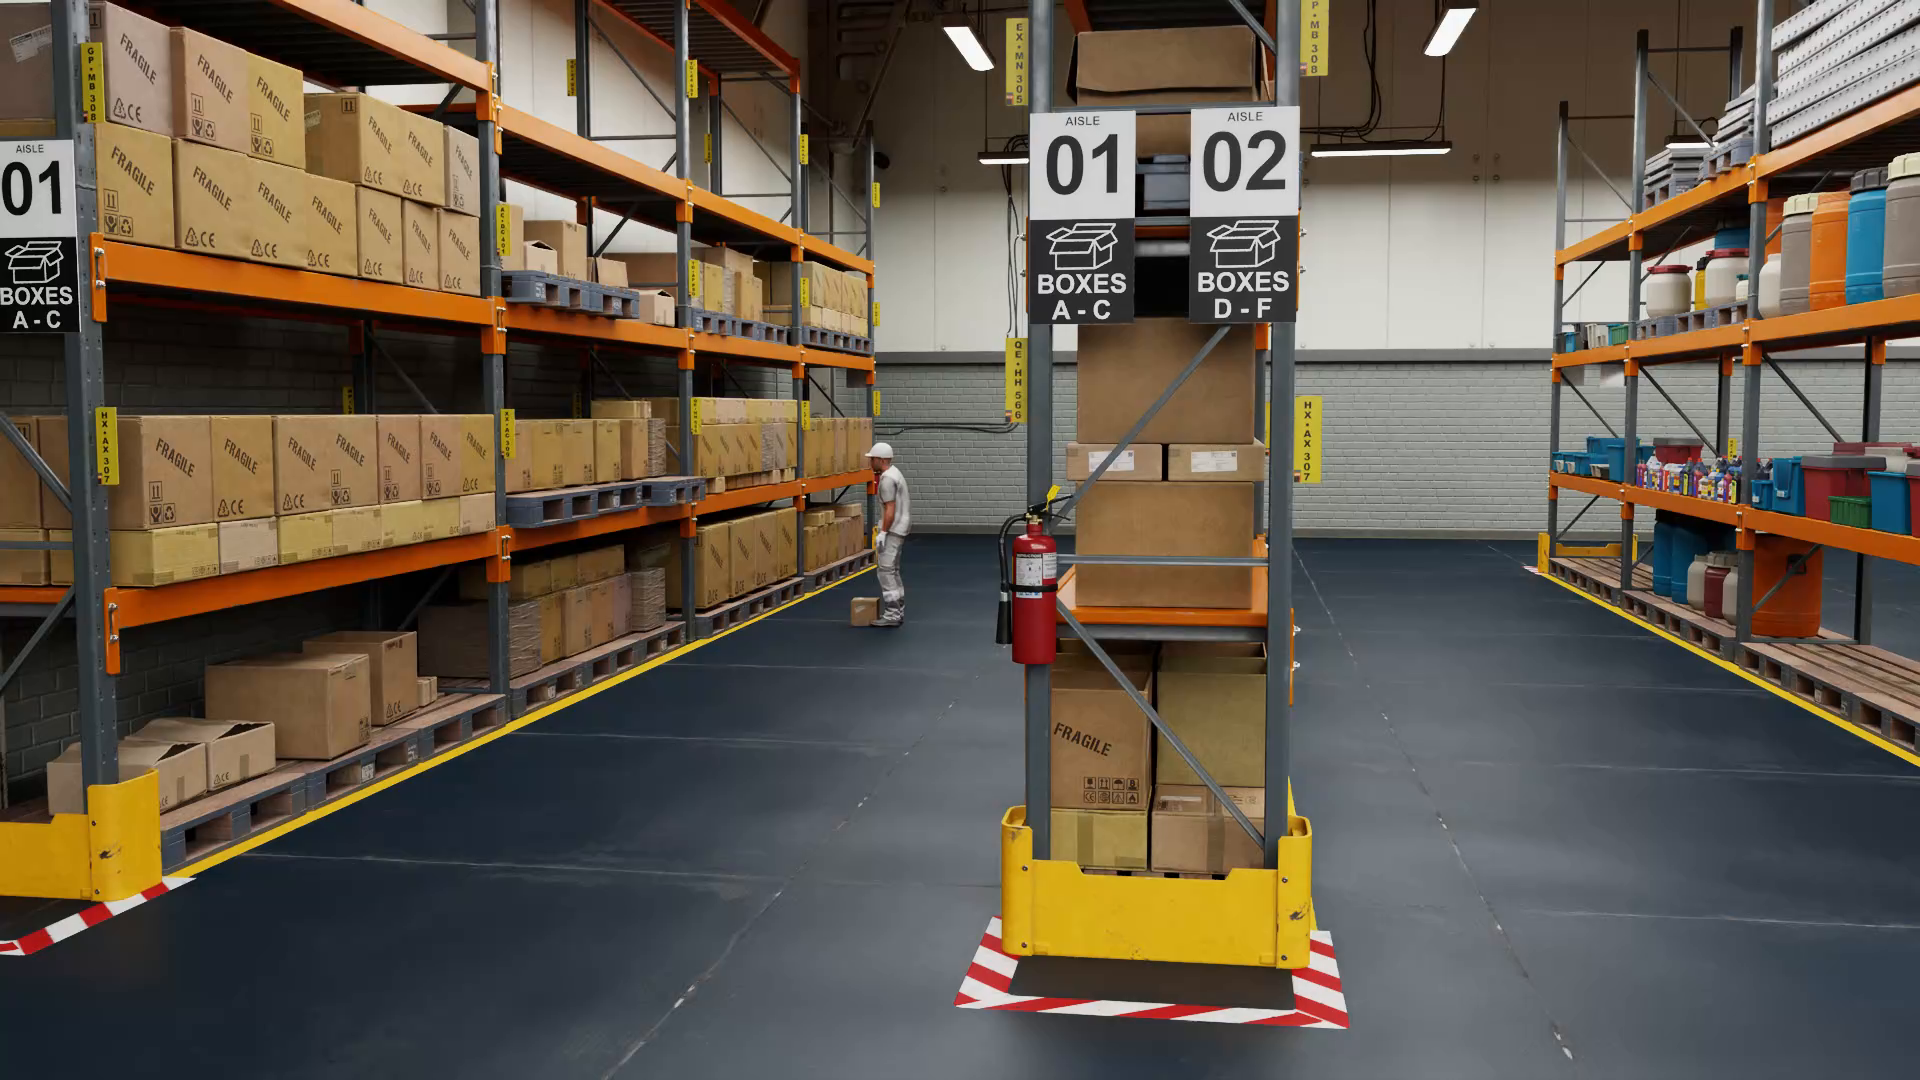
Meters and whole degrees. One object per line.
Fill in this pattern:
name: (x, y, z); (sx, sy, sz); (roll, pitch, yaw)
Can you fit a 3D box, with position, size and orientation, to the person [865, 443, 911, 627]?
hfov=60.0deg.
person: (-0.703, -0.055, 16.185); (0.445, 1.781, 0.621); (0, 4, 6)
